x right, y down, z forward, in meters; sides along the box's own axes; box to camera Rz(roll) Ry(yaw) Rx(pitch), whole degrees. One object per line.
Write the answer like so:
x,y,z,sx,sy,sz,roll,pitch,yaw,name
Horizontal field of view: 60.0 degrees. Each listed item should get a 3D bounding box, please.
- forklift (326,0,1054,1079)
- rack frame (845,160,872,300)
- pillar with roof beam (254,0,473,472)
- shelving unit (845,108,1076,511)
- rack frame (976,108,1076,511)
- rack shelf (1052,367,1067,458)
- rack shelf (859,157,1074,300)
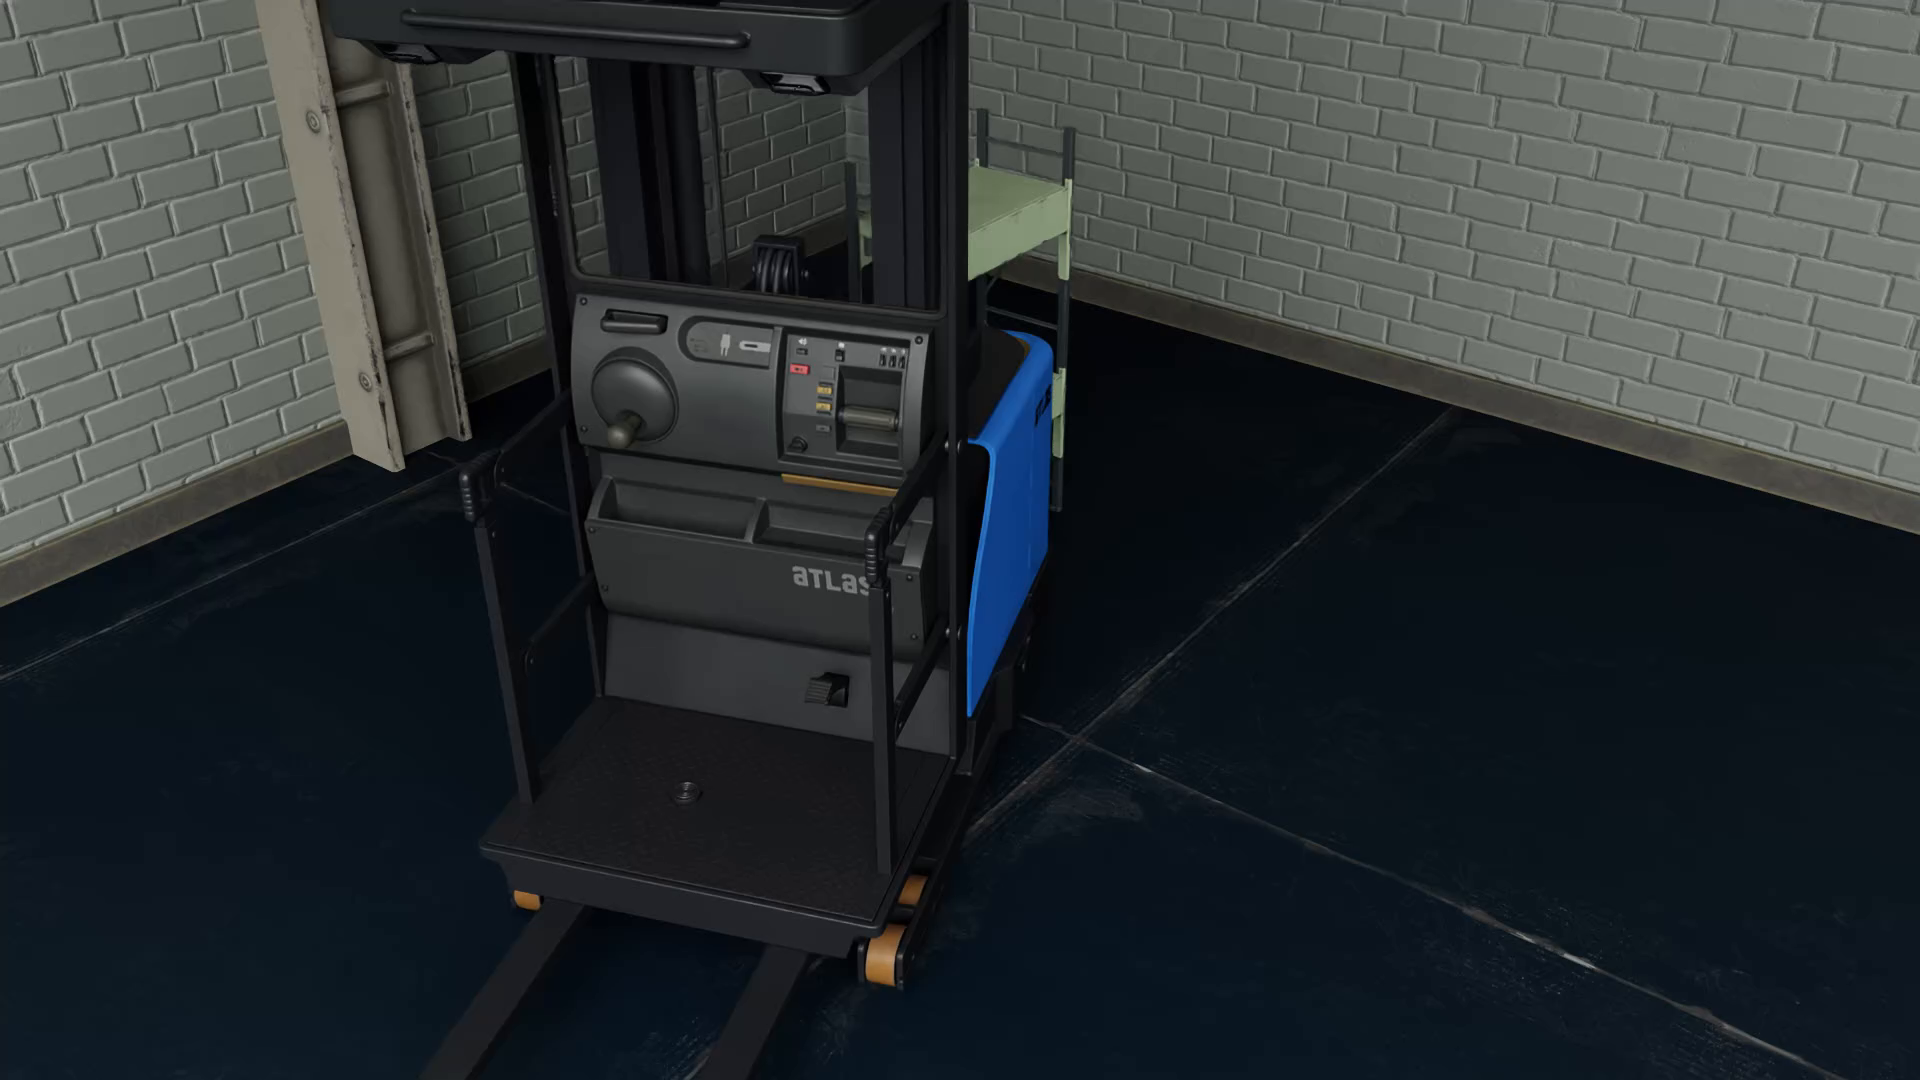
-0.585,-0.332,3.935,1.130,2.935,3.031,8,32,14,forklift
-0.205,-0.520,5.657,0.400,1.500,0.023,21,36,31,rack frame
1.149,-2.946,2.394,9.100,9.000,0.400,21,37,31,pillar with roof beam
0.012,-0.671,5.910,0.431,1.500,0.755,21,36,31,shelving unit
0.229,-0.821,6.164,0.400,1.500,0.023,21,36,31,rack frame
0.012,-0.390,6.077,0.431,0.370,0.720,21,36,31,rack shelf
0.012,-1.006,5.711,0.431,0.370,0.720,21,36,31,rack shelf
